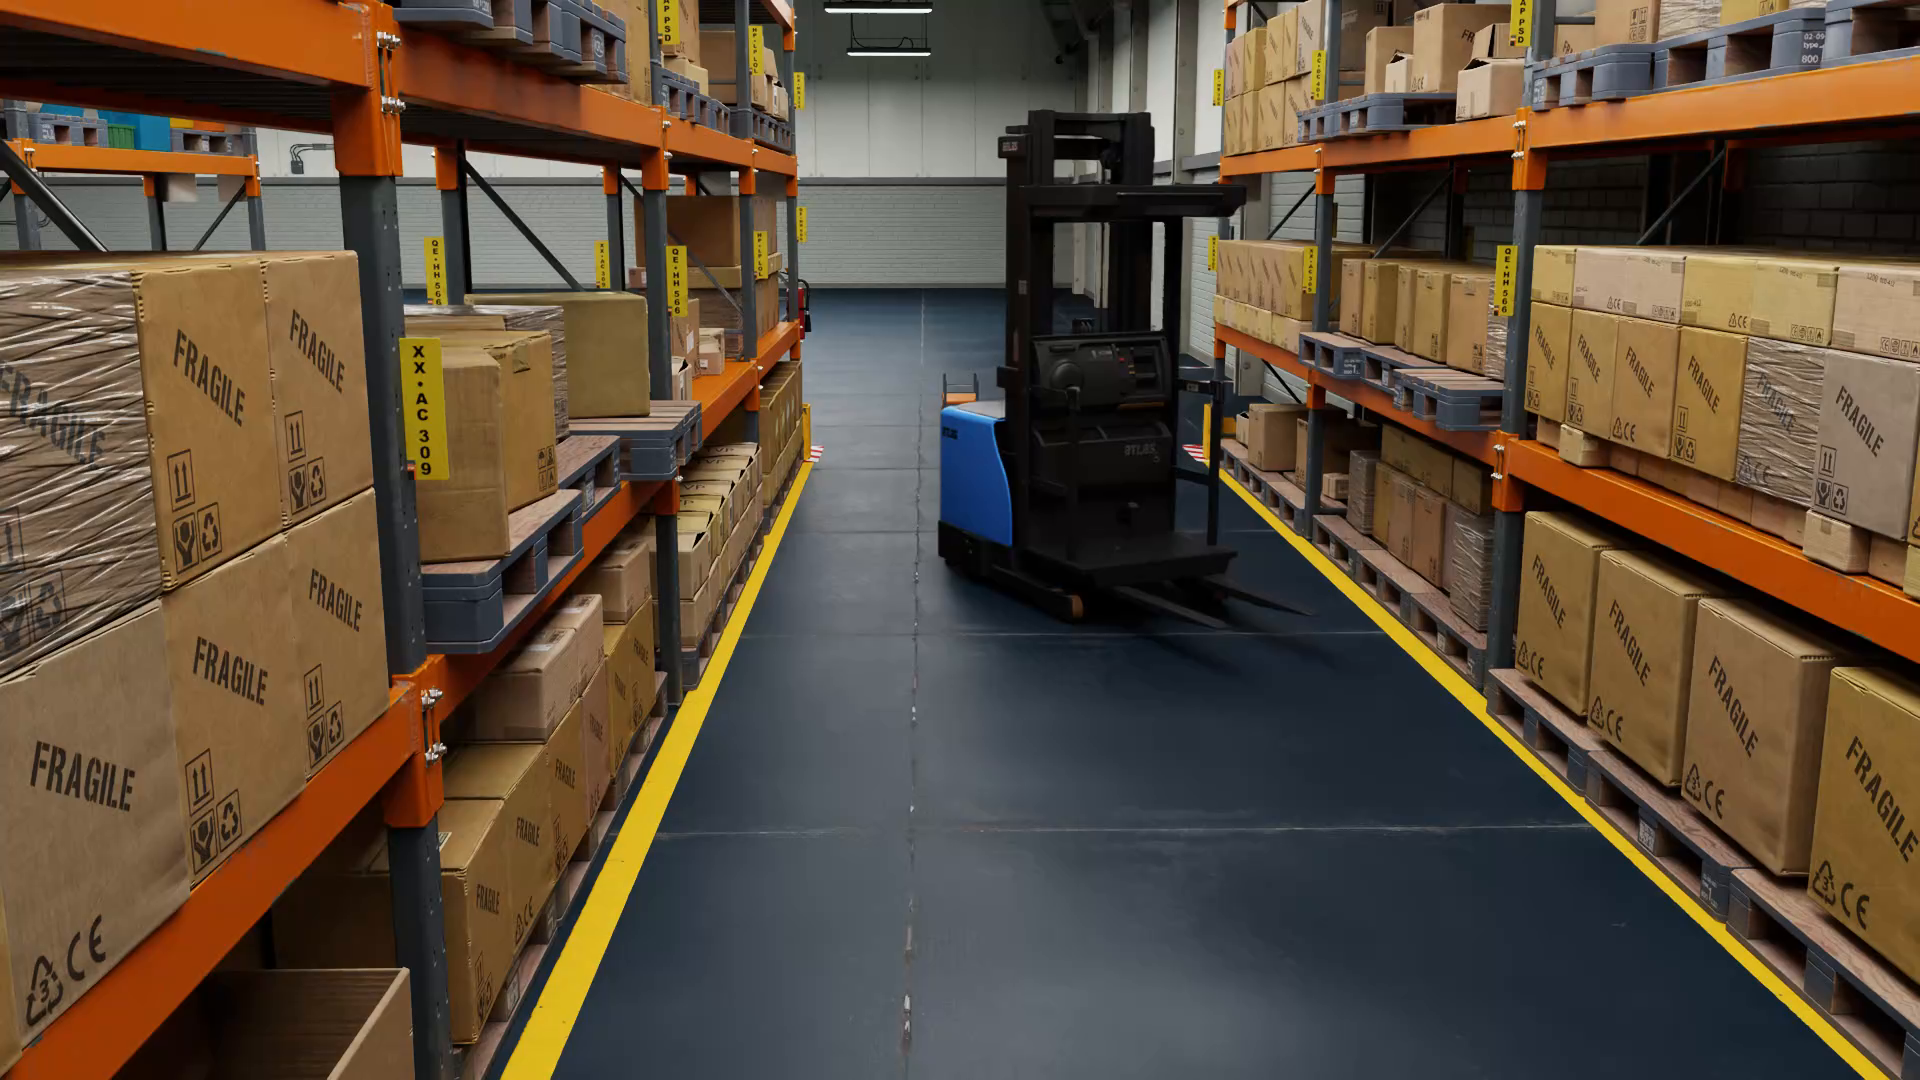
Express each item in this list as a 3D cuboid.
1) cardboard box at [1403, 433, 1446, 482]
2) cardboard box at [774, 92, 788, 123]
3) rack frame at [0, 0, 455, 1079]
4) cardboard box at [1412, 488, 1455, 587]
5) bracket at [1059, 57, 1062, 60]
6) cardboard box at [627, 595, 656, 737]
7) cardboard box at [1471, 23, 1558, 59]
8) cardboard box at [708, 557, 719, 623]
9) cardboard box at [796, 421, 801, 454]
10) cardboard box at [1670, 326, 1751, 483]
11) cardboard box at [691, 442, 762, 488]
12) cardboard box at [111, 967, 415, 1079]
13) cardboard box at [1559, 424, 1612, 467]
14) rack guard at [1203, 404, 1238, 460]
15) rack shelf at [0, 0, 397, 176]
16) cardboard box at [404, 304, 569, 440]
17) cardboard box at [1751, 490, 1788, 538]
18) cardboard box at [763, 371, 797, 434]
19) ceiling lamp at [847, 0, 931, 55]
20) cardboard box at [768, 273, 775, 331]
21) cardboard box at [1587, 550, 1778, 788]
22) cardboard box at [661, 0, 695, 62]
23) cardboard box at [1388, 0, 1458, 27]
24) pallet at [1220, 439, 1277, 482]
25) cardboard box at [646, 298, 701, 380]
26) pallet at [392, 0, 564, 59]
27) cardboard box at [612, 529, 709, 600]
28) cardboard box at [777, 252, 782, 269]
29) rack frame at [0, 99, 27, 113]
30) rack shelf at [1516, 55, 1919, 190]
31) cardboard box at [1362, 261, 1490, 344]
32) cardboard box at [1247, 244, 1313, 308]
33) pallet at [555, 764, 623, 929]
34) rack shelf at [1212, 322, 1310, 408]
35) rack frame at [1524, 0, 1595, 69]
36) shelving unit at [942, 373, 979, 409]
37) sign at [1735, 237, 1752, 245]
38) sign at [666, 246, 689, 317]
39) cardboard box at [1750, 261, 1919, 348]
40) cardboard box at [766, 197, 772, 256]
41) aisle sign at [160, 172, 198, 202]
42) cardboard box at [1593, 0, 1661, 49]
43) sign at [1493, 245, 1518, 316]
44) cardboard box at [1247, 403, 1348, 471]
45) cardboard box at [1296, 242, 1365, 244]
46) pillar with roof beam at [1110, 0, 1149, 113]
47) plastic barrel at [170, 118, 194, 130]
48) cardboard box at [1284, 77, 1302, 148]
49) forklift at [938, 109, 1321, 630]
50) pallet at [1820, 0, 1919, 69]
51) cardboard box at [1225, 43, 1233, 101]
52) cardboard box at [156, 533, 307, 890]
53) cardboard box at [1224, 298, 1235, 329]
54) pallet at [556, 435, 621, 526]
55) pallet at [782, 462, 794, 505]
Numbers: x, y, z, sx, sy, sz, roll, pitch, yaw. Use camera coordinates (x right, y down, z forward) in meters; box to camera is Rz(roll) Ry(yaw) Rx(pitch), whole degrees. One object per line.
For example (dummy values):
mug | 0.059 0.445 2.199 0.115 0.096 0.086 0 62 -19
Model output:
cardboard box | 3.072 -0.503 10.290 0.500 0.250 0.500 -1 11 -3
cardboard box | -1.735 -3.700 14.175 0.500 0.250 0.500 0 11 -1
rack frame | -1.771 0.129 3.879 0.949 2.616 0.053 0 11 -1
cardboard box | 3.096 -0.022 9.805 0.700 0.500 0.500 0 11 -1
bracket | 2.790 -13.244 45.656 0.076 0.066 3.189 0 11 -1
cardboard box | -1.603 0.528 7.092 0.500 0.500 0.500 0 11 1
cardboard box | 3.162 -2.476 8.864 0.797 0.503 0.637 1 12 7
cardboard box | -1.585 0.270 9.042 0.500 0.250 0.500 -1 11 -3
cardboard box | -1.693 -0.910 14.860 0.500 0.250 0.500 0 11 -1
cardboard box | 2.879 -0.488 5.870 0.500 0.500 0.500 0 11 0
cardboard box | -1.644 -0.515 11.503 0.500 0.311 0.500 0 11 -1
cardboard box | -1.479 1.250 3.532 0.500 0.500 0.500 0 11 -1
cardboard box | 2.788 -0.404 7.089 0.380 0.149 0.250 0 11 1
rack guard | 2.932 -1.037 15.915 1.175 0.500 0.348 0 11 -1
rack shelf | -1.733 -0.591 1.693 1.077 0.370 4.000 0 11 -1
cardboard box | -1.903 -0.614 6.232 0.700 0.500 0.500 2 12 10
cardboard box | 2.906 -0.098 5.577 0.380 0.149 0.250 -1 11 -3
cardboard box | -1.678 -1.178 14.295 0.500 0.500 0.500 0 11 -1
ceiling lamp | -1.690 -13.118 39.404 2.000 3.185 0.800 0 11 -1
cardboard box | -2.010 -2.108 14.655 0.700 0.500 0.500 0 11 0
cardboard box | 2.991 0.481 6.493 0.750 0.750 0.750 0 11 -1
cardboard box | -1.931 -3.195 10.156 0.500 0.500 0.500 1 12 4
cardboard box | 3.289 -3.600 11.898 0.500 0.500 0.500 0 11 0
pallet | 2.913 -0.734 15.147 1.003 0.211 1.213 0 11 -1
cardboard box | -1.929 -1.253 10.439 0.500 0.500 0.500 1 11 3
pallet | -1.717 -1.379 4.240 1.213 0.211 1.003 0 11 -1
cardboard box | -1.574 0.095 8.494 0.500 0.311 0.500 0 11 1
cardboard box | -1.824 -2.548 15.192 0.380 0.149 0.250 0 11 -2
rack frame | -6.892 -4.382 11.025 1.000 3.000 0.127 0 11 -1
rack shelf | 3.137 -1.407 5.716 1.077 0.370 4.000 0 11 -1
cardboard box | 2.994 -1.535 10.721 0.700 0.500 0.500 1 12 5
cardboard box | 2.667 -2.182 13.709 0.500 0.500 0.500 0 11 1
pallet | -1.857 1.091 6.151 1.003 0.211 1.213 0 11 -1
rack shelf | 2.972 -1.527 13.853 1.077 0.370 4.000 0 11 -1
rack frame | 3.096 -3.627 7.306 1.000 3.000 0.127 0 11 -1
shelving unit | 0.003 -0.555 11.778 0.258 1.200 0.503 0 11 -1
sign | 3.651 -1.258 7.802 0.100 0.325 0.005 0 11 -1
sign | -1.314 -1.199 7.712 0.100 0.325 0.005 0 11 -1
cardboard box | 2.901 -0.759 5.321 0.500 0.250 0.500 0 11 0
cardboard box | -2.008 -2.733 14.474 0.700 0.500 0.500 -1 11 -3
aisle sign | -7.269 -3.524 15.347 0.394 0.787 0.004 0 11 -1
cardboard box | 3.163 -2.328 7.086 0.700 0.500 0.500 -1 12 -6
sign | 2.553 -1.212 7.775 0.100 0.325 0.005 0 11 -1
cardboard box | 2.832 -0.871 13.988 0.700 0.500 0.500 -1 12 -5
cardboard box | 3.168 -2.286 14.222 0.500 0.500 0.500 -1 11 -3
pillar with roof beam | -0.866 -8.642 32.026 9.100 9.000 0.548 0 11 -1
plastic barrel | -6.824 -3.779 14.067 0.600 0.588 0.600 0 11 0
cardboard box | 2.758 -3.211 12.497 0.500 0.500 0.500 -1 12 -6
forklift | 0.969 -1.055 9.890 1.130 2.935 3.031 -6 13 -26
pallet | 3.110 -1.450 4.601 0.805 0.209 1.217 -1 11 -3
cardboard box | 2.696 -4.219 14.949 0.500 0.500 0.500 -1 12 -5
cardboard box | -1.495 0.281 2.880 0.500 0.500 0.500 0 11 0
cardboard box | 2.648 -2.012 14.761 0.500 0.250 0.500 -1 11 -3
pallet | -1.812 -0.186 5.912 1.003 0.211 1.213 0 11 -1
pallet | -1.942 -0.496 13.974 1.003 0.211 1.213 0 11 -1
